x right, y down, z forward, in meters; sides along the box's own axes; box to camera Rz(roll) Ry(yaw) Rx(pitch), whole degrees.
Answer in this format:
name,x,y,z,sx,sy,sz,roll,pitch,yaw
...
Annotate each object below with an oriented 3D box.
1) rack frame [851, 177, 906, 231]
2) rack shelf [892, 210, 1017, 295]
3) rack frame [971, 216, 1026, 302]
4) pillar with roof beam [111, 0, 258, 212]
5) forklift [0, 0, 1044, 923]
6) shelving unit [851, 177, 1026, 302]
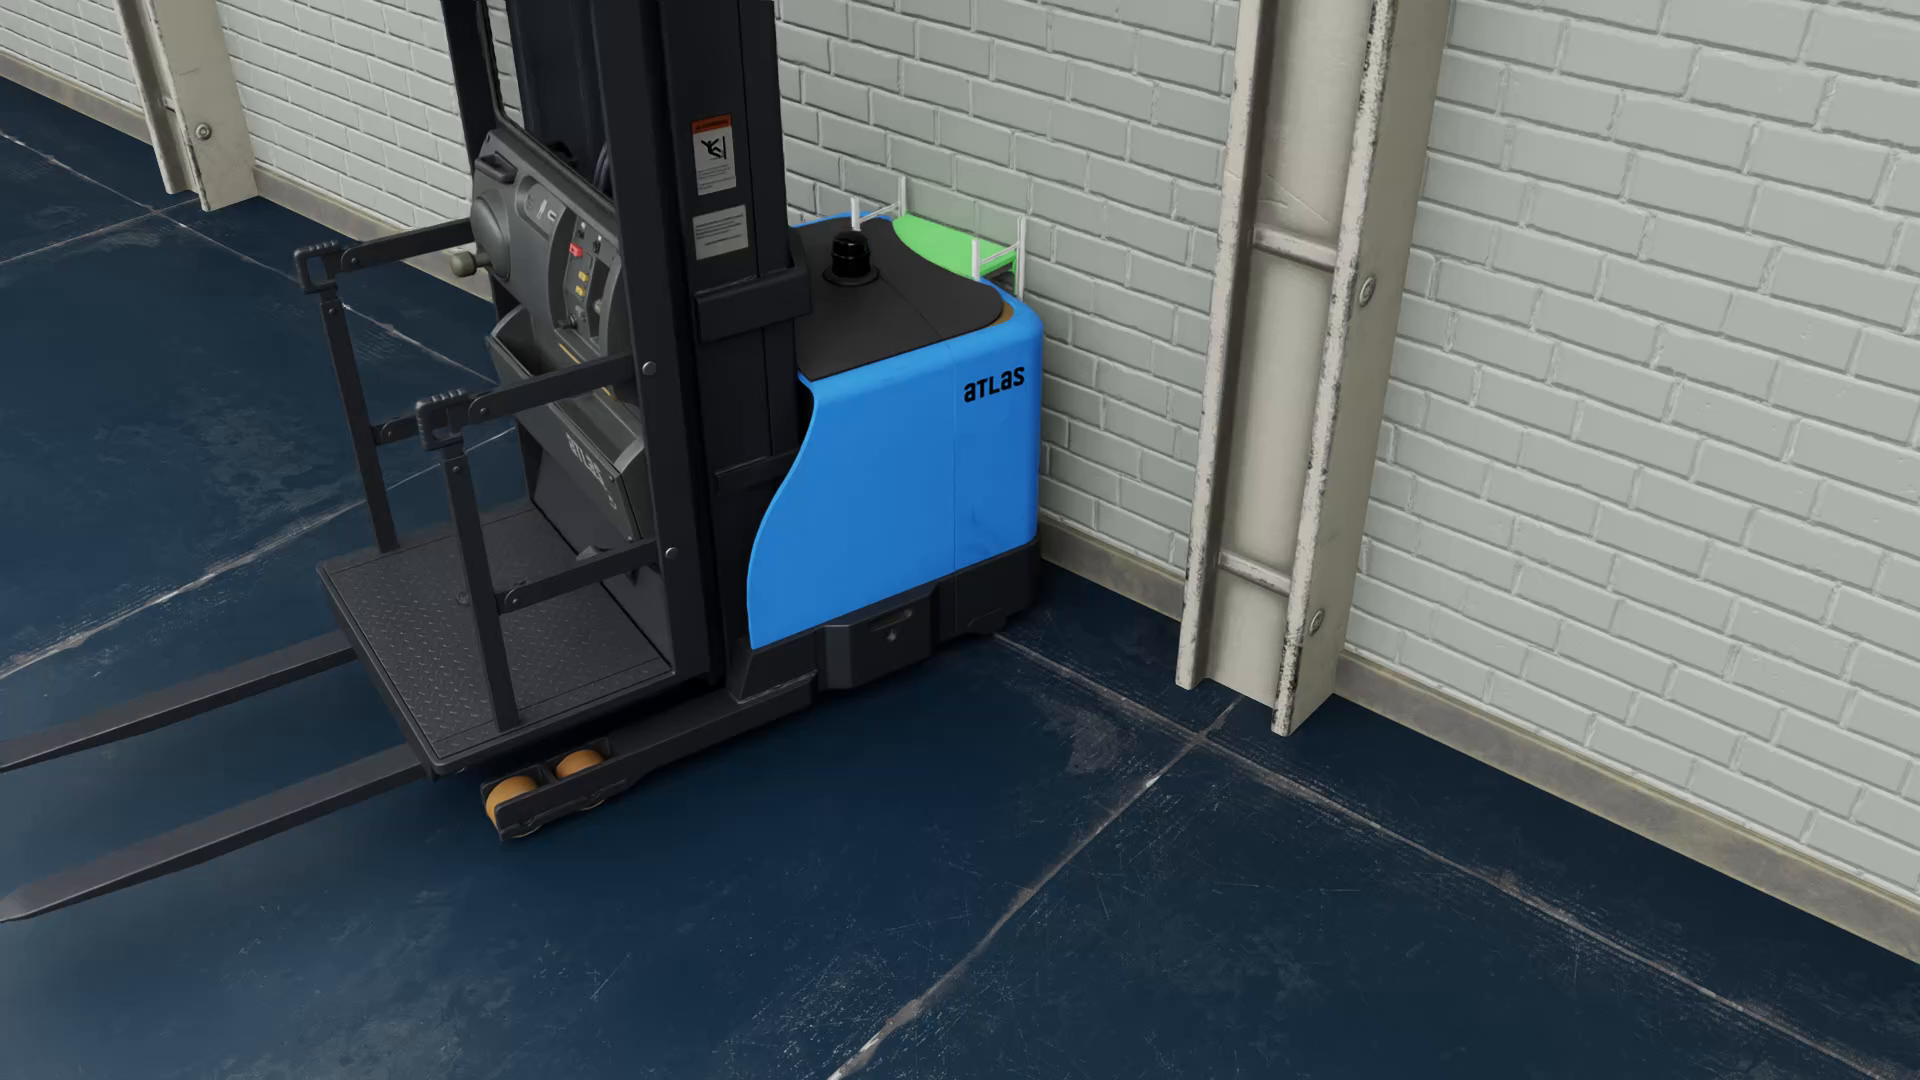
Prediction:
name,x,y,z,sx,sy,sz,roll,pitch,yaw
rack frame,-0.263,-0.610,5.569,0.015,1.200,0.240,25,41,32
rack shelf,-0.071,-0.868,5.209,0.480,0.148,0.258,25,41,32
rack frame,0.111,-0.432,5.310,0.015,1.200,0.240,25,41,32
pillar with roof beam,-6.457,-3.566,2.994,0.400,9.000,9.100,25,42,32
forklift,-1.251,-0.735,4.232,3.031,2.935,1.130,-21,40,-27
shelving unit,-0.076,-0.521,5.440,0.503,1.200,0.258,25,41,32
